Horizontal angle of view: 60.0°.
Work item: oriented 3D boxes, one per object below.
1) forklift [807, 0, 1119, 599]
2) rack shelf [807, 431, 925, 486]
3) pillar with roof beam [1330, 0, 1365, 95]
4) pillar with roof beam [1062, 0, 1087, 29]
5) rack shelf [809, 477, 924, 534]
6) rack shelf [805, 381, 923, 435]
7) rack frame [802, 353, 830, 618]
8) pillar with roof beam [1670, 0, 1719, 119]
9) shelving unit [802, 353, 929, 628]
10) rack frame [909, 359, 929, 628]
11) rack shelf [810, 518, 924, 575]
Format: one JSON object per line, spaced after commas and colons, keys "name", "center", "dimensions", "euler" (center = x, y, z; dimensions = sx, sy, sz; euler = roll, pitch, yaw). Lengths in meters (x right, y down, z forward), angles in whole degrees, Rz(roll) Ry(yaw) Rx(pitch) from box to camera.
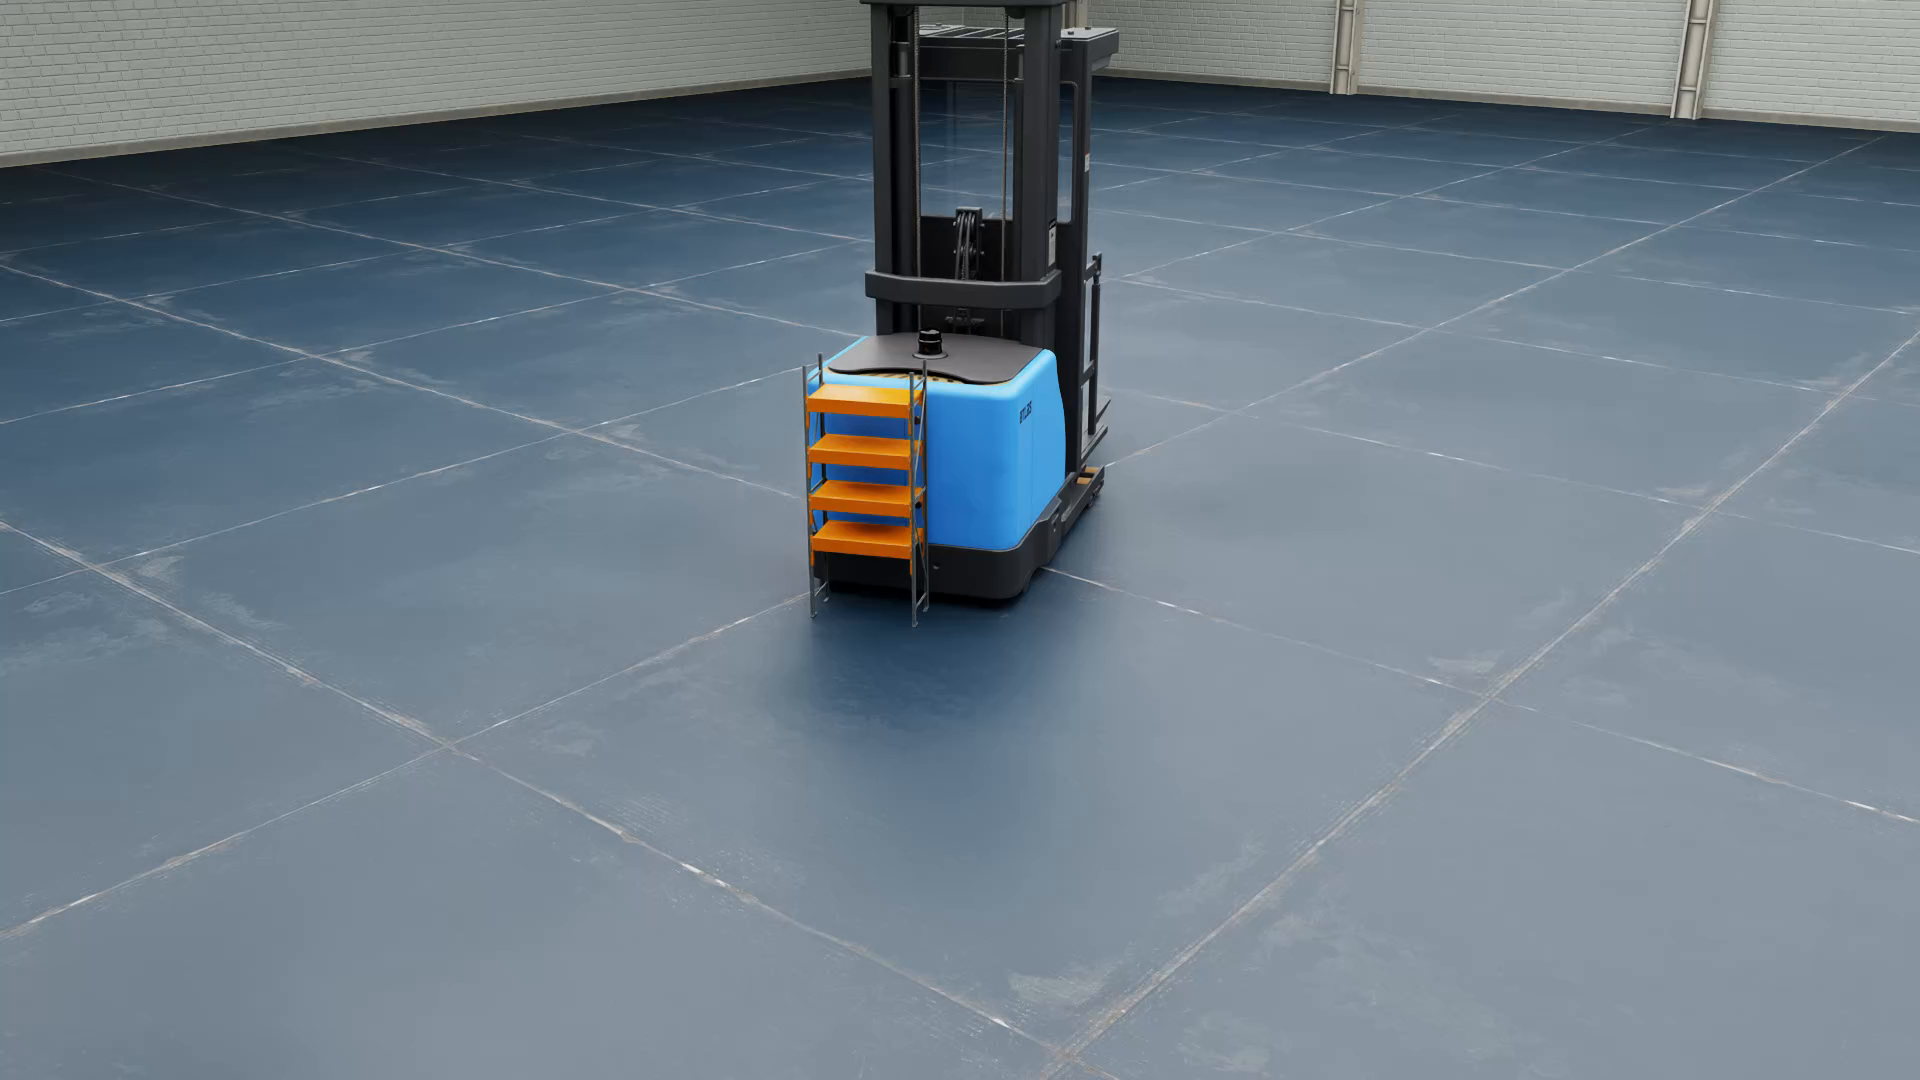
{"name": "forklift", "center": [0.181, -1.584, 8.714], "dimensions": [1.130, 2.935, 3.031], "euler": [6, 21, 16]}
{"name": "rack shelf", "center": [-0.420, -0.369, 7.502], "dimensions": [0.480, 0.148, 0.258], "euler": [5, 21, 13]}
{"name": "pillar with roof beam", "center": [4.220, -11.118, 25.398], "dimensions": [0.400, 9.000, 9.100], "euler": [16, 26, 36]}
{"name": "pillar with roof beam", "center": [-0.428, -12.457, 28.948], "dimensions": [0.400, 9.000, 9.100], "euler": [16, 26, 36]}
{"name": "rack shelf", "center": [-0.420, -0.159, 7.581], "dimensions": [0.480, 0.148, 0.258], "euler": [5, 21, 13]}
{"name": "rack shelf", "center": [-0.420, -0.590, 7.418], "dimensions": [0.480, 0.148, 0.258], "euler": [5, 21, 13]}
{"name": "rack frame", "center": [-0.657, -0.243, 7.612], "dimensions": [0.015, 1.200, 0.240], "euler": [5, 21, 13]}
{"name": "pillar with roof beam", "center": [8.868, -9.780, 21.849], "dimensions": [0.400, 9.000, 9.100], "euler": [16, 26, 36]}
{"name": "shelving unit", "center": [-0.420, -0.222, 7.557], "dimensions": [0.503, 1.200, 0.258], "euler": [5, 21, 13]}
{"name": "rack frame", "center": [-0.183, -0.202, 7.502], "dimensions": [0.015, 1.200, 0.240], "euler": [5, 21, 13]}
{"name": "rack shelf", "center": [-0.420, 0.026, 7.651], "dimensions": [0.480, 0.148, 0.258], "euler": [5, 21, 13]}
